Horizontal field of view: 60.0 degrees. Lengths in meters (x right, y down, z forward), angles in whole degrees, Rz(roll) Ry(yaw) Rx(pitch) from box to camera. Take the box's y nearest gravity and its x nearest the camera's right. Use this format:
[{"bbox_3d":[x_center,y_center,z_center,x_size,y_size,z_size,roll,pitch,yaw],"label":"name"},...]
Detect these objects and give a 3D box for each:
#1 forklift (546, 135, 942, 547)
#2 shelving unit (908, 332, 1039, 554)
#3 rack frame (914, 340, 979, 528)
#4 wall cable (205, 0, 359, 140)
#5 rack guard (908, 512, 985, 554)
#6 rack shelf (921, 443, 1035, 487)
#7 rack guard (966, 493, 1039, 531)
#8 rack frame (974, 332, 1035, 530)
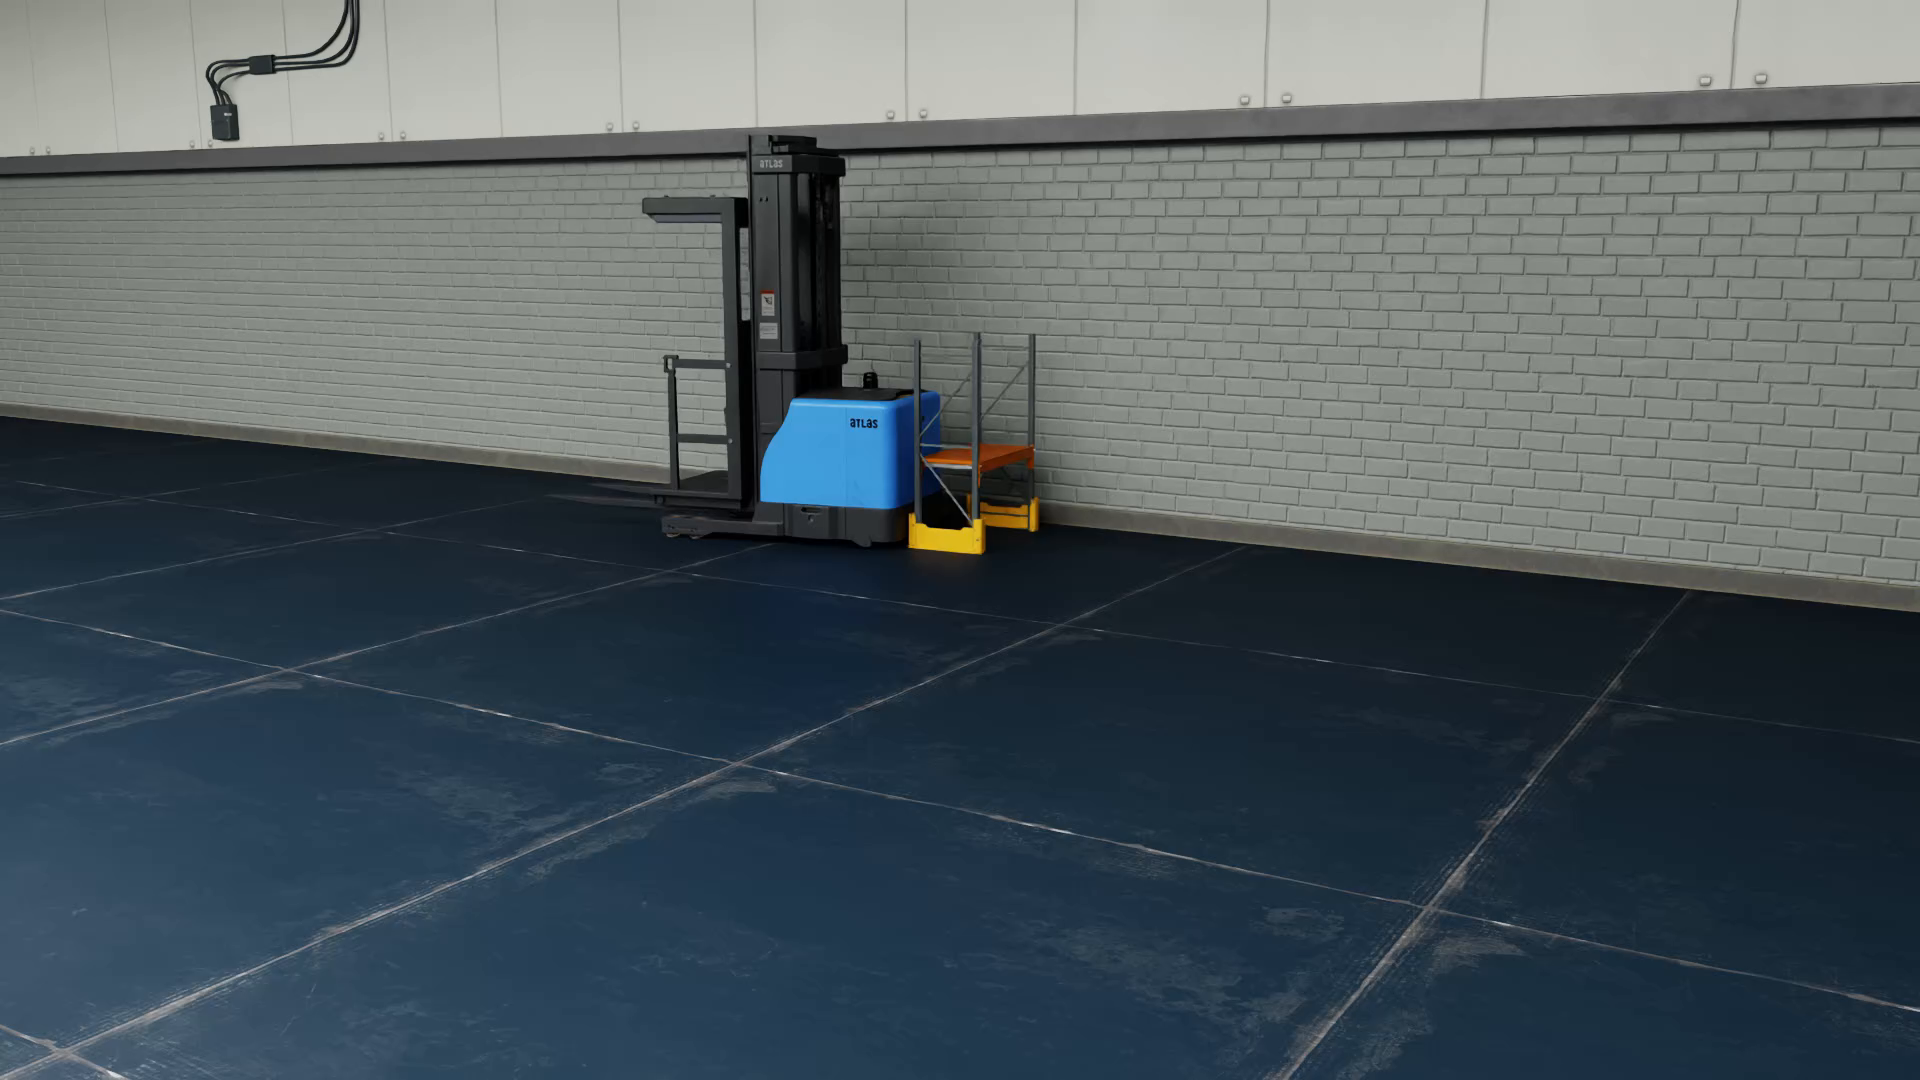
[{"bbox_3d":[-1.708,-1.533,12.590,3.031,2.935,1.130,4,11,20],"label":"forklift"},{"bbox_3d":[0.115,-0.748,12.287,0.587,1.500,1.083,5,12,25],"label":"shelving unit"},{"bbox_3d":[-0.097,-0.665,11.843,0.500,1.500,0.032,5,12,25],"label":"rack frame"},{"bbox_3d":[-6.867,-7.063,16.398,2.305,6.003,0.169,6,12,31],"label":"wall cable"},{"bbox_3d":[-0.096,-0.050,11.959,0.587,0.250,0.087,5,12,25],"label":"rack guard"},{"bbox_3d":[0.119,-0.572,12.328,0.538,0.185,1.000,5,12,25],"label":"rack shelf"},{"bbox_3d":[0.327,-0.216,12.845,0.587,0.250,0.087,5,12,25],"label":"rack guard"},{"bbox_3d":[0.336,-0.834,12.747,0.500,1.500,0.032,5,12,25],"label":"rack frame"}]
